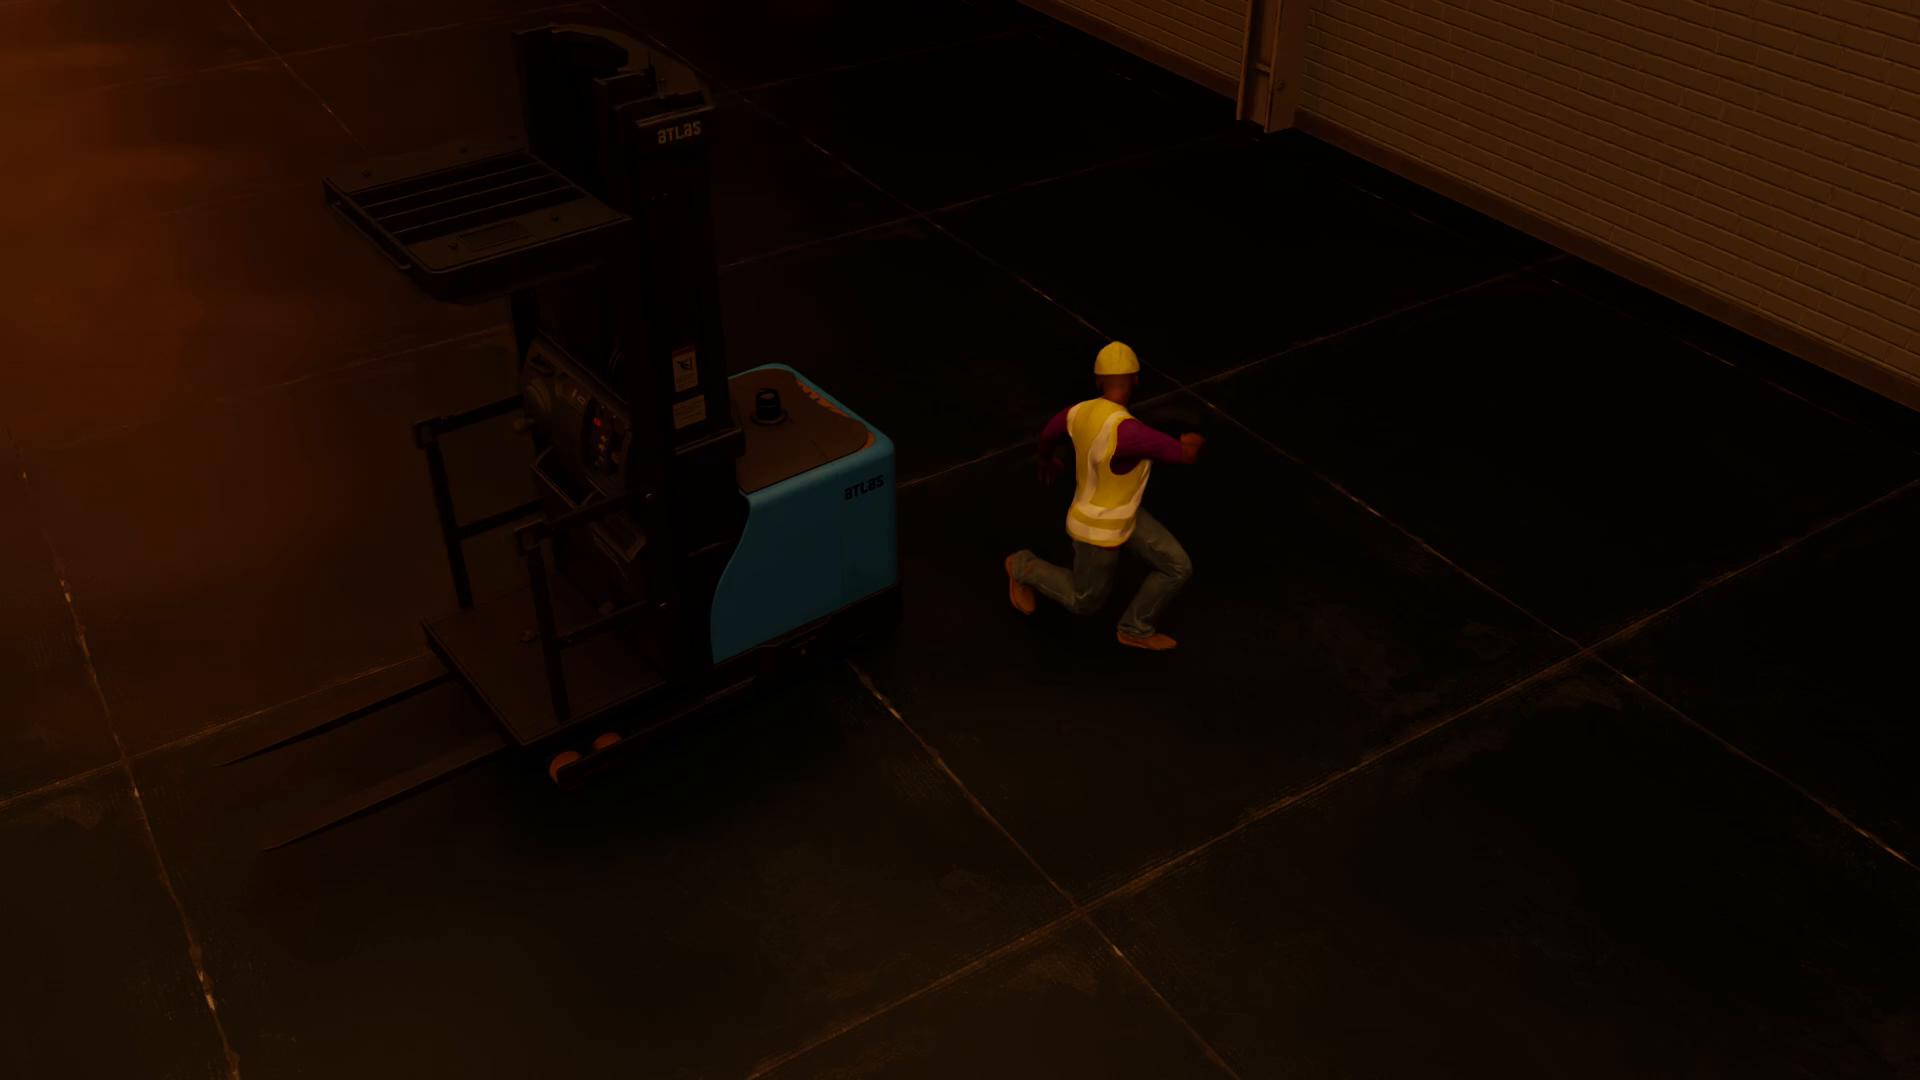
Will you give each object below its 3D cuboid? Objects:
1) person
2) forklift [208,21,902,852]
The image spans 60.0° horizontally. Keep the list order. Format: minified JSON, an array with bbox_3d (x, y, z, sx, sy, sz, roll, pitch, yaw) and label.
[{"bbox_3d":[0.661,-0.214,7.738,0.932,1.529,0.692,9,36,13],"label":"person"},{"bbox_3d":[-1.758,-0.469,6.816,3.031,2.935,1.130,-24,41,-30],"label":"forklift"}]
